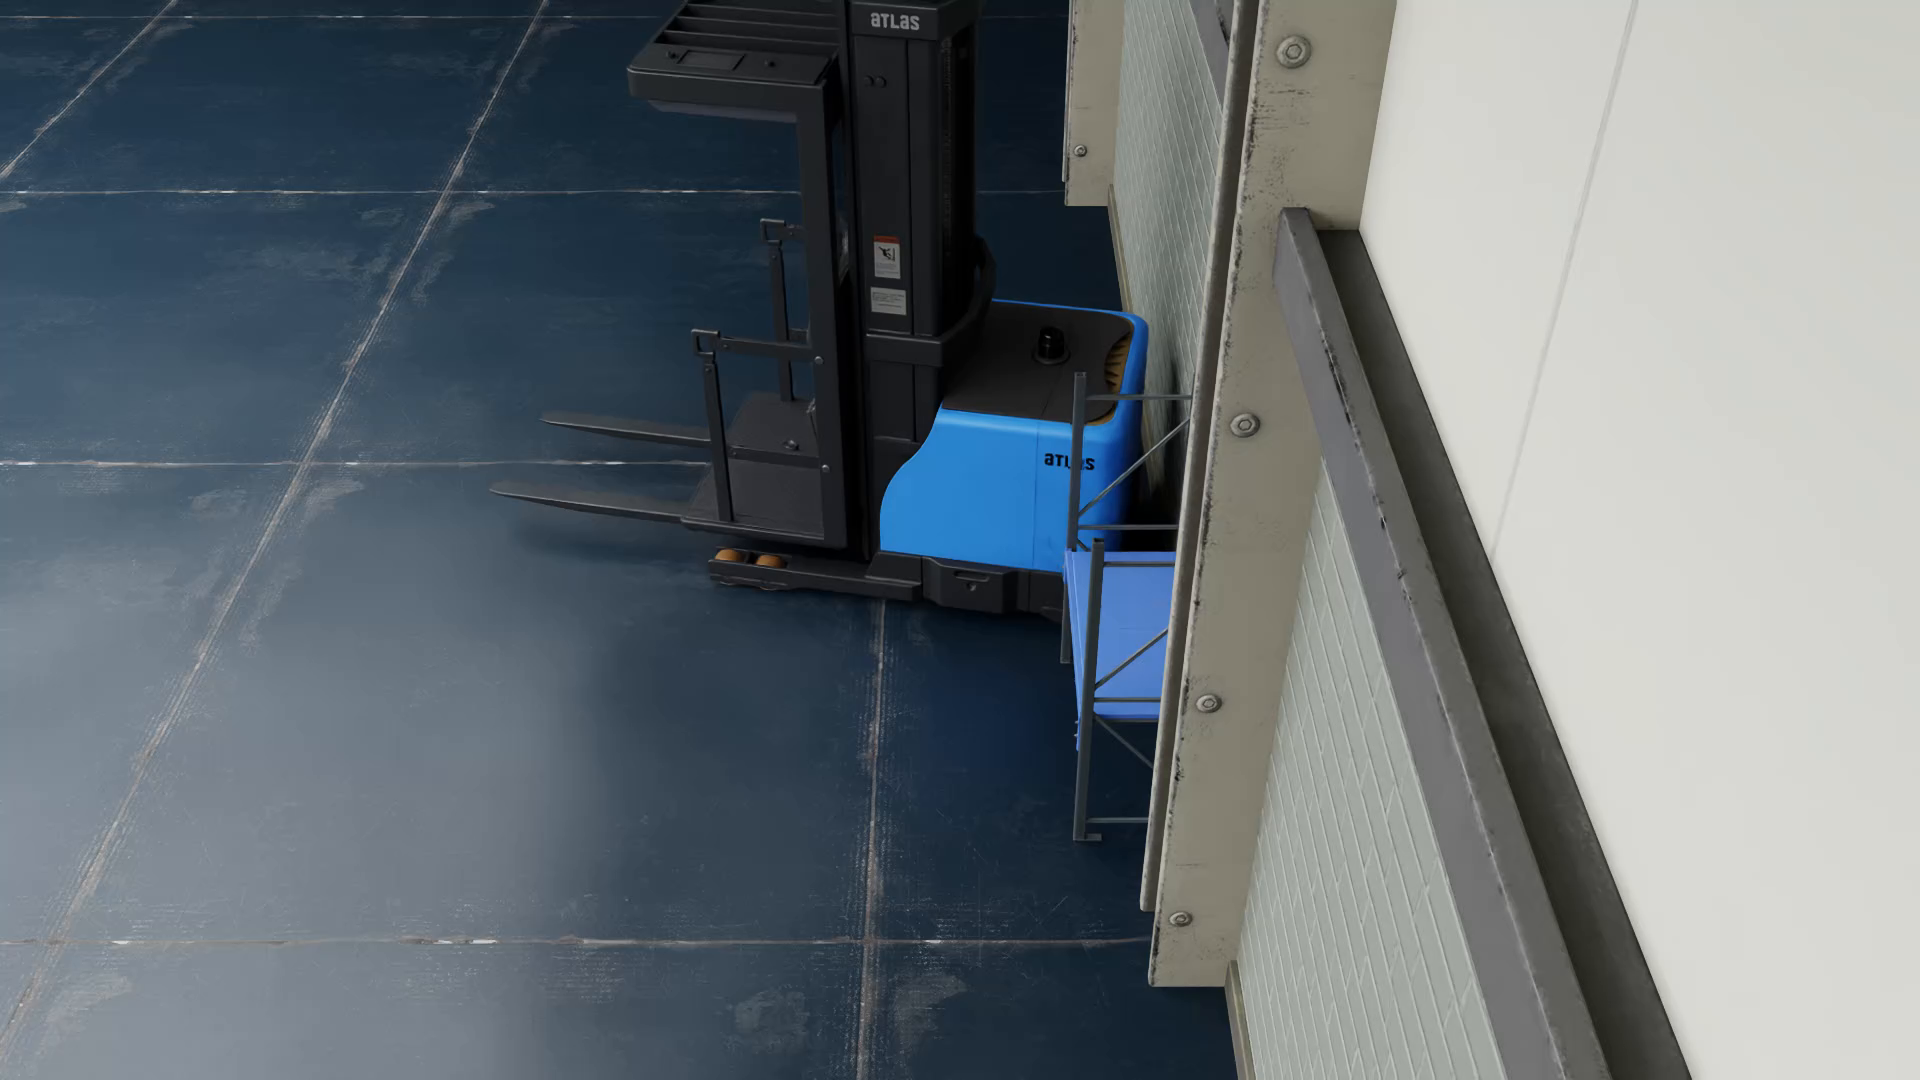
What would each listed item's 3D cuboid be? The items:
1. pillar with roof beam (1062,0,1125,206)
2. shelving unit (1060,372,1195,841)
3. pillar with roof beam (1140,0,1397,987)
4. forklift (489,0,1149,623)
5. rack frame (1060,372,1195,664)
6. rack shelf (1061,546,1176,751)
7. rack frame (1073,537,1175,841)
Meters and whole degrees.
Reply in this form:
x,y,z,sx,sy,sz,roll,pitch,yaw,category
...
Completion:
x,y,z,sx,sy,sz,roll,pitch,yaw,category
-3.476,-5.777,8.009,9.100,9.000,0.400,0,39,0,pillar with roof beam
0.694,0.268,6.462,0.538,1.500,1.048,0,39,0,shelving unit
-3.469,-2.025,3.327,9.100,9.000,0.400,0,39,0,pillar with roof beam
-0.699,-1.225,7.180,3.031,2.935,1.130,7,39,9,forklift
0.693,-0.050,6.858,0.500,1.500,0.032,0,39,0,rack frame
0.694,0.409,6.574,0.538,0.185,1.000,0,39,0,rack shelf
0.695,0.586,6.065,0.500,1.500,0.032,0,39,0,rack frame
